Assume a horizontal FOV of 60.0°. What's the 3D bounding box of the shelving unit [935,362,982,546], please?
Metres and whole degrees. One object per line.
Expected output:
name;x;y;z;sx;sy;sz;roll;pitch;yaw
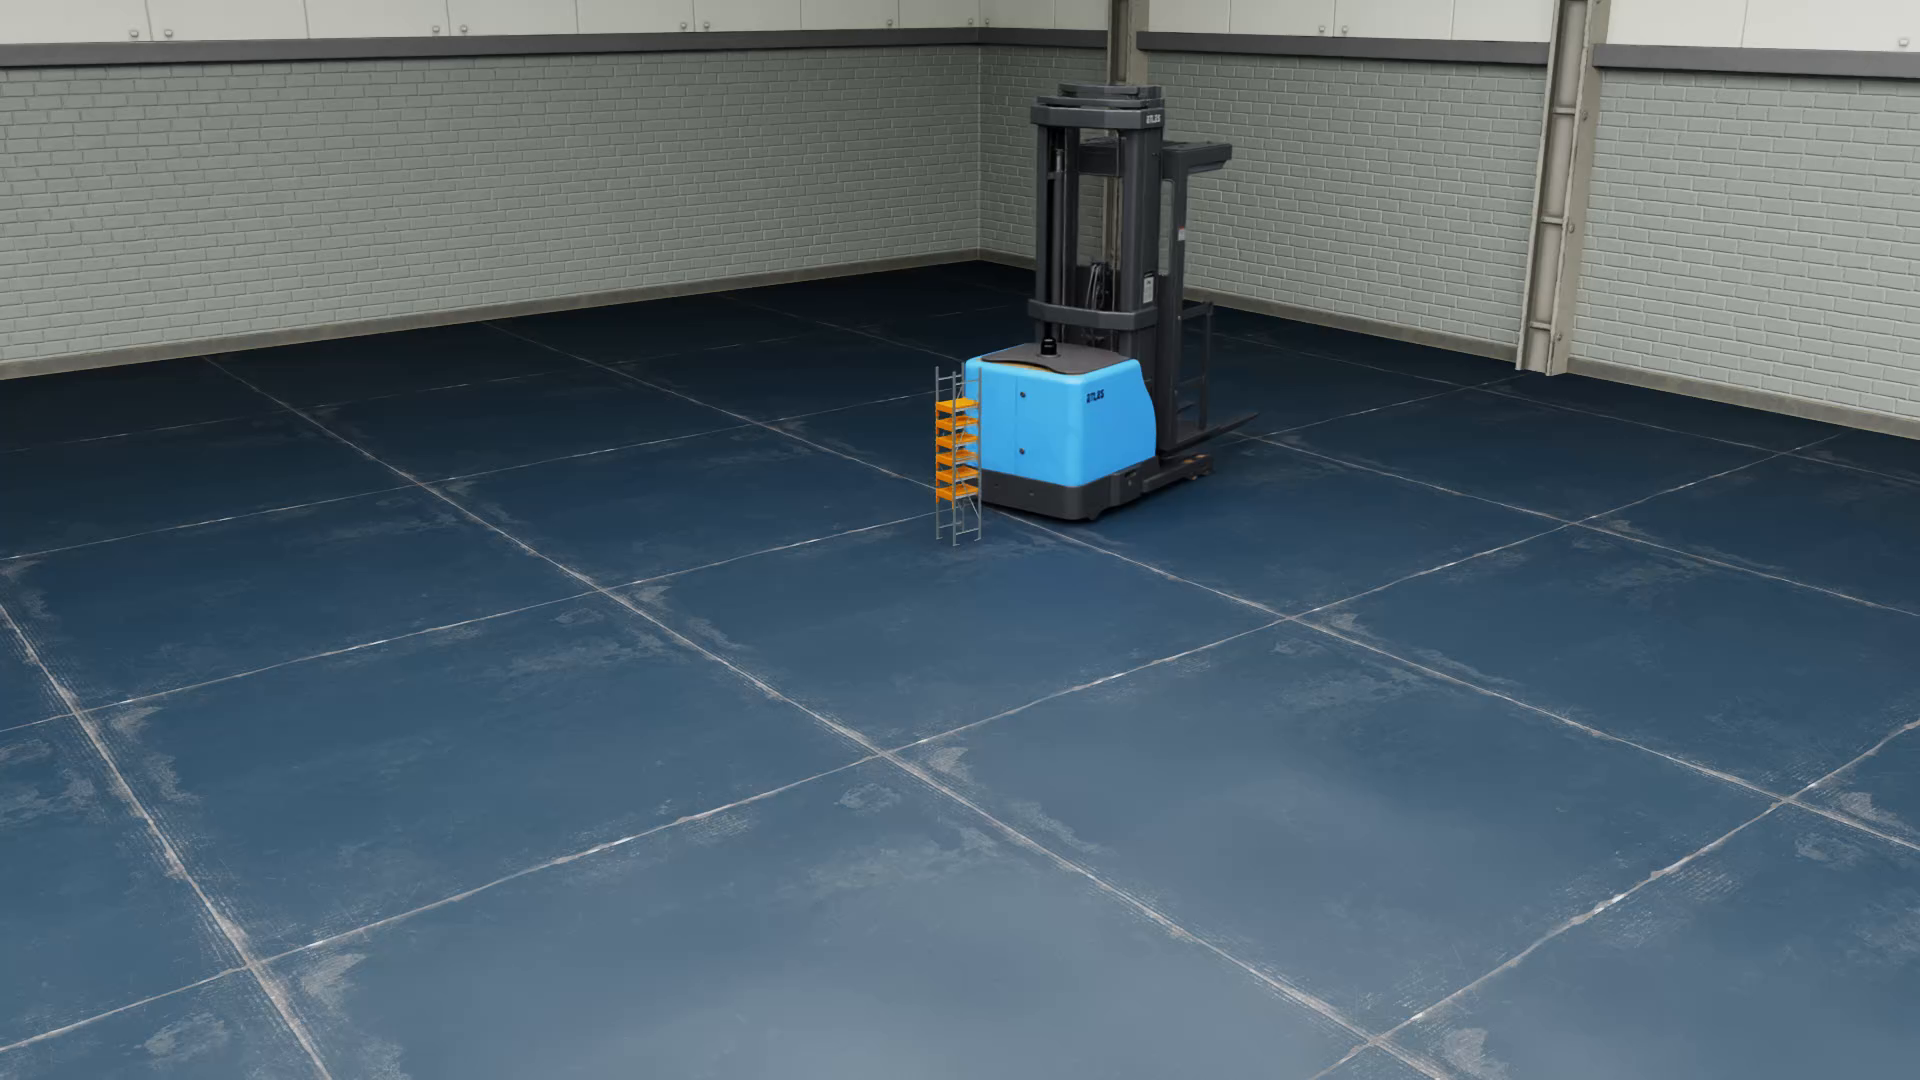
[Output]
shelving unit;-0.009;-0.573;11.185;0.258;1.200;0.189;-14;23;-36

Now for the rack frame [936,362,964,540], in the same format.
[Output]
rack frame;-0.066;-0.596;11.253;0.240;1.200;0.006;-14;23;-36

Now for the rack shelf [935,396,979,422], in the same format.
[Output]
rack shelf;-0.009;-0.873;11.085;0.258;0.103;0.180;-14;23;-36

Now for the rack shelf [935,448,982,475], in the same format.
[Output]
rack shelf;-0.009;-0.531;11.199;0.258;0.103;0.180;-14;23;-36

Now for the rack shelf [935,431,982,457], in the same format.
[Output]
rack shelf;-0.009;-0.645;11.161;0.258;0.103;0.180;-14;23;-36

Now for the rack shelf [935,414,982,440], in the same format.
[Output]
rack shelf;-0.009;-0.759;11.123;0.258;0.103;0.180;-14;23;-36

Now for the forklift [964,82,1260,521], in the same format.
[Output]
forklift;1.309;-1.926;12.517;1.130;2.935;3.031;14;23;35

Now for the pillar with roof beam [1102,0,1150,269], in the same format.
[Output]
pillar with roof beam;-1.362;-6.582;16.925;9.100;9.000;0.400;-14;23;-36

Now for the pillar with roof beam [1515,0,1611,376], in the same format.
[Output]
pillar with roof beam;2.363;-5.104;12.460;9.100;9.000;0.400;-14;23;-36

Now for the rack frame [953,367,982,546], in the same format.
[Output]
rack frame;0.048;-0.551;11.117;0.240;1.200;0.006;-14;23;-36

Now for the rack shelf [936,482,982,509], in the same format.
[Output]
rack shelf;-0.009;-0.303;11.274;0.258;0.103;0.180;-14;23;-36

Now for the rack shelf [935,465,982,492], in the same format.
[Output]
rack shelf;-0.009;-0.417;11.236;0.258;0.103;0.180;-14;23;-36
